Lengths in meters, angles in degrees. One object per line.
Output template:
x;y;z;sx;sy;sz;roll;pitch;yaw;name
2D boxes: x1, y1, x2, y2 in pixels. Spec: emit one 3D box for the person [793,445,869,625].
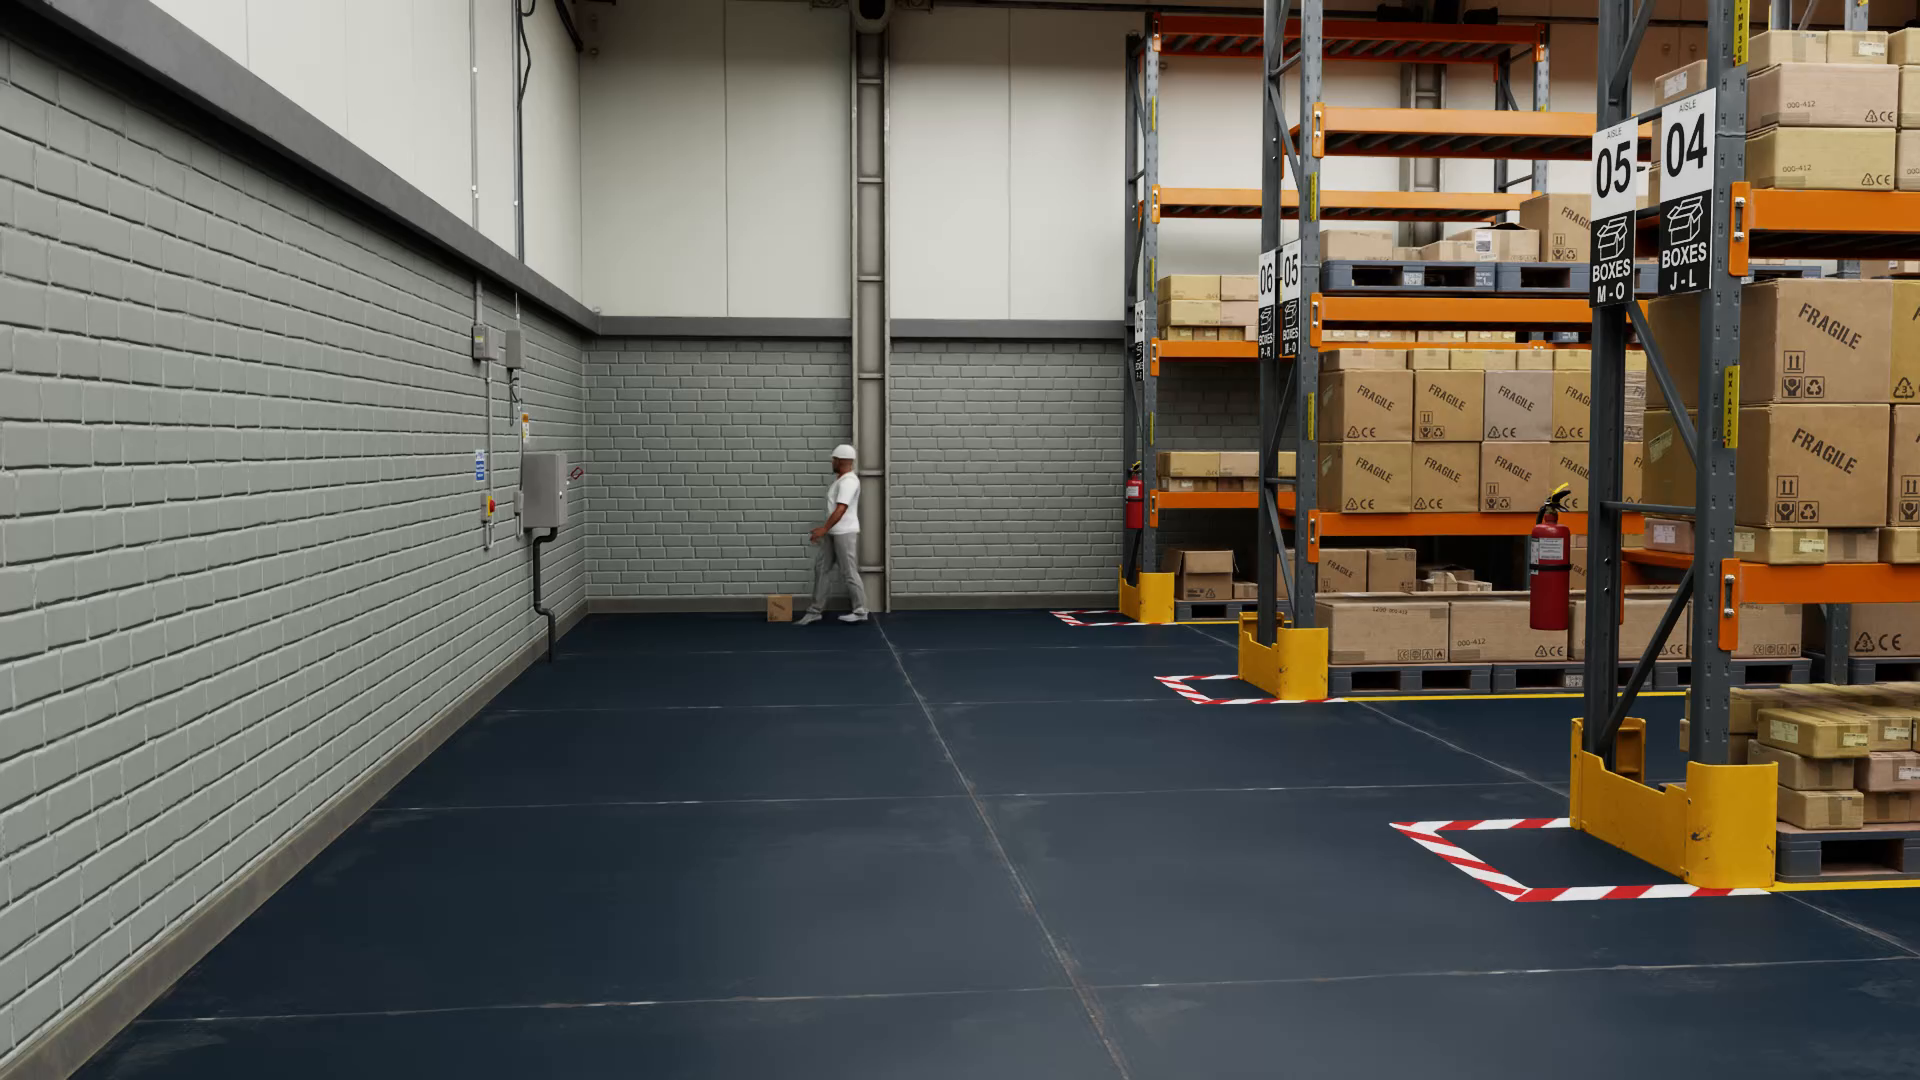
-1.264;-0.038;16.345;0.738;1.795;0.593;-1;3;-15;person
